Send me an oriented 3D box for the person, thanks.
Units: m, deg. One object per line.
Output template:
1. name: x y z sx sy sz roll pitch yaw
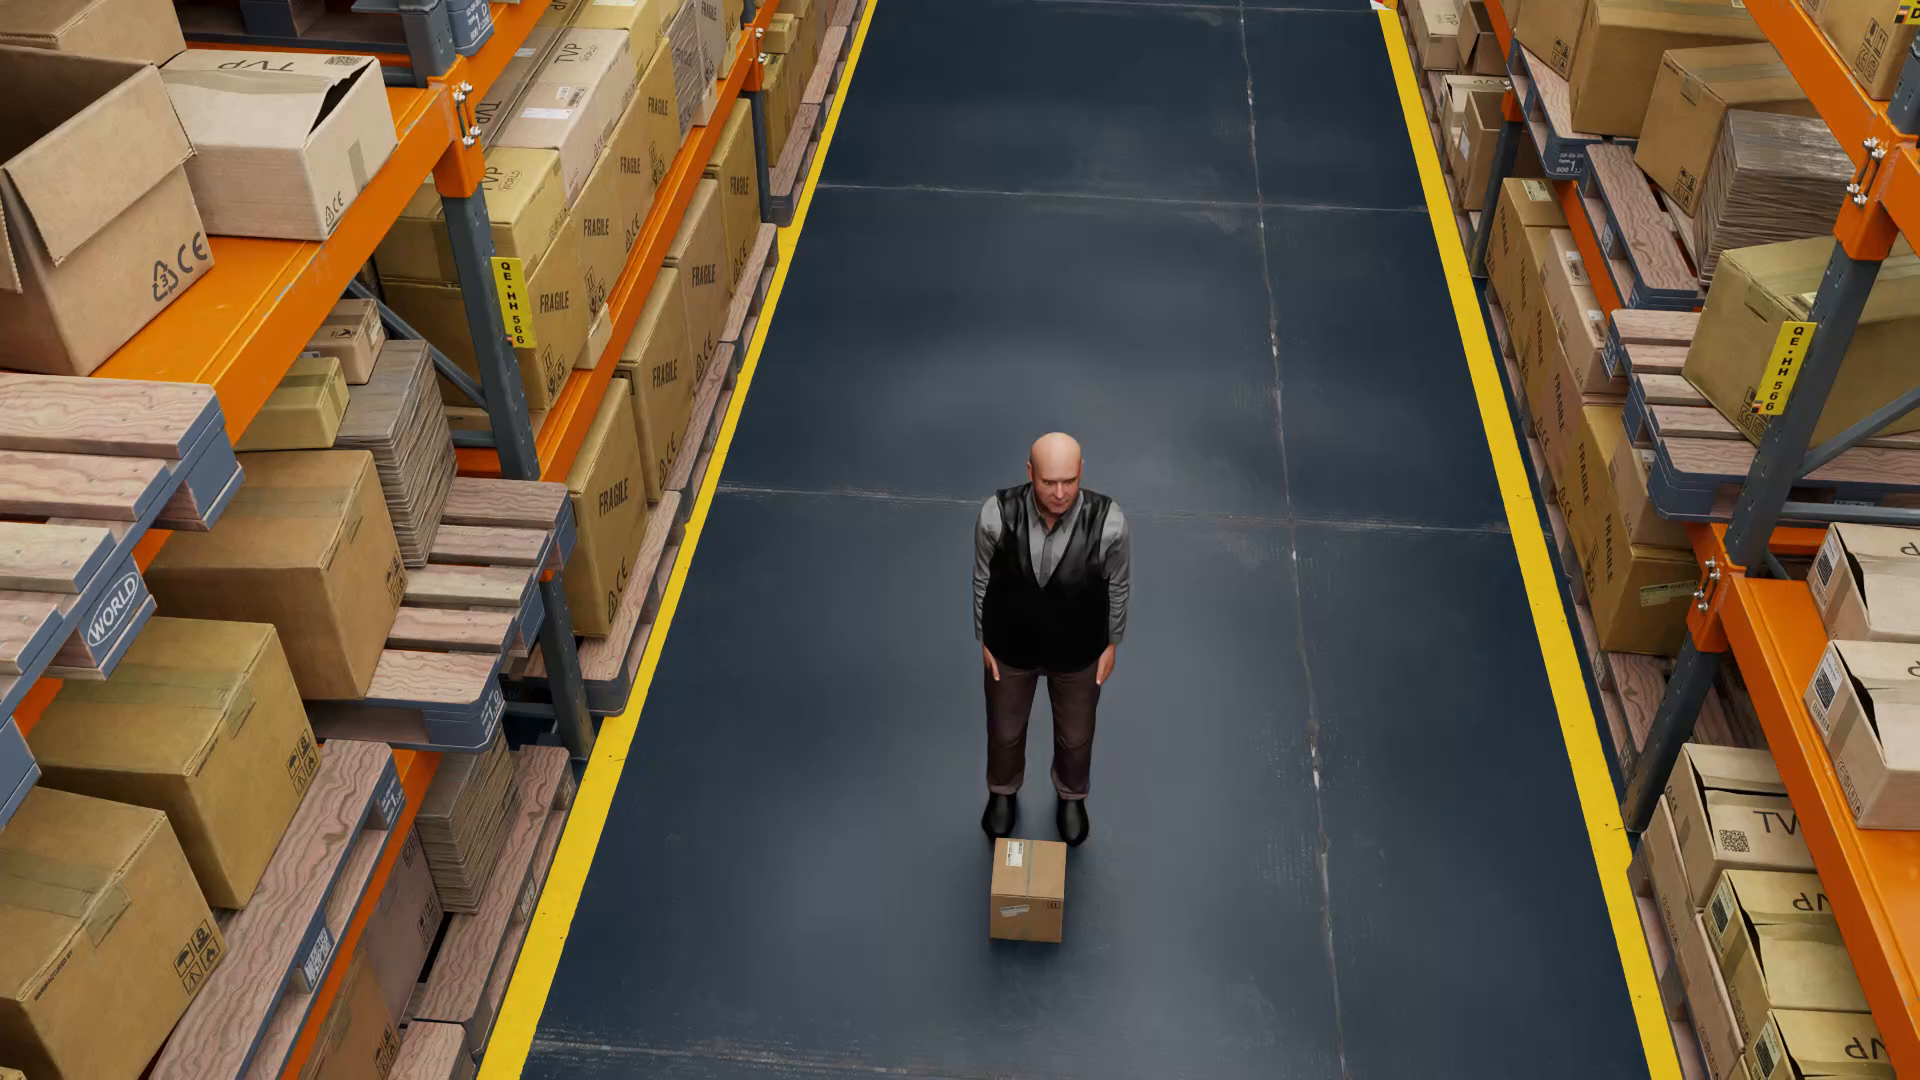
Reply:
1. person: 0.303 0.403 5.771 0.531 1.636 0.358 4 40 5
